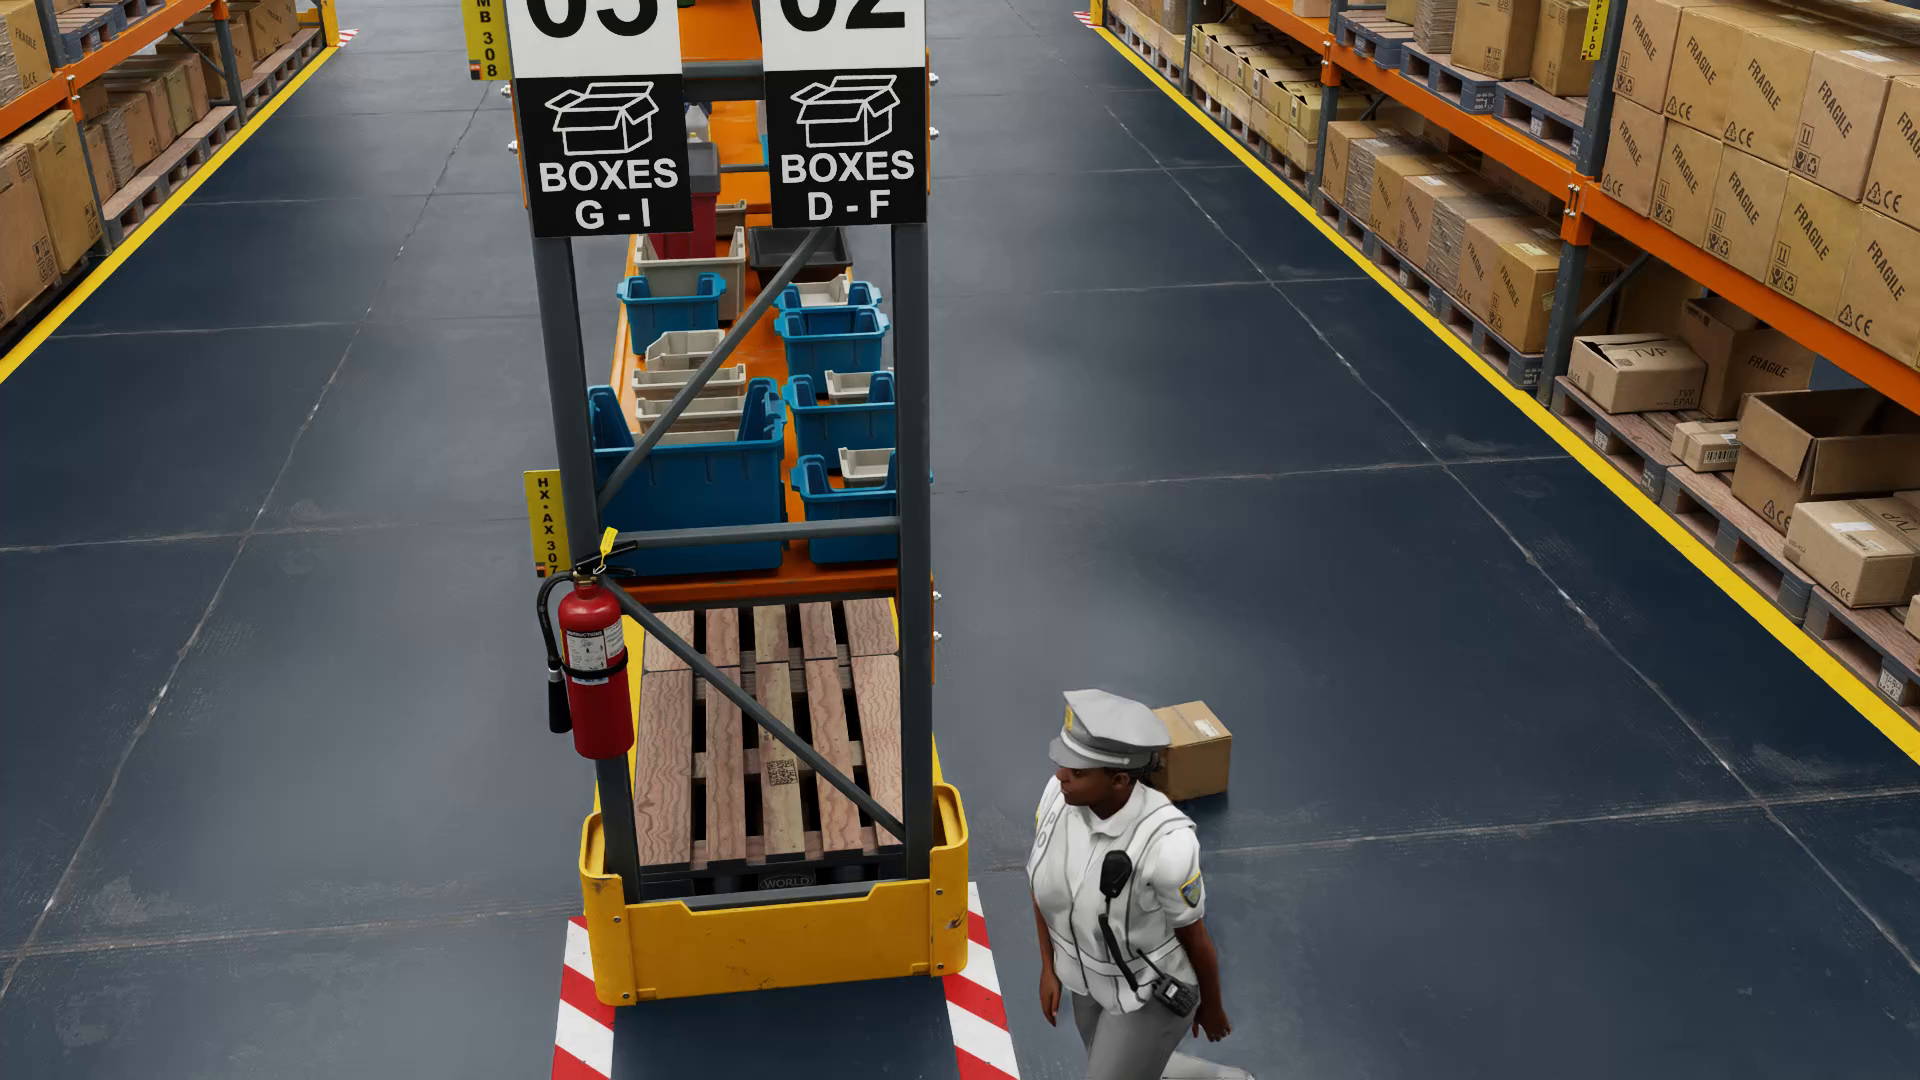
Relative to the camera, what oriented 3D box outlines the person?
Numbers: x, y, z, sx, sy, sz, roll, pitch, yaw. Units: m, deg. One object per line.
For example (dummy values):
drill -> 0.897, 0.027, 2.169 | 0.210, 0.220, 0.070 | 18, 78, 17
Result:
person -> 0.435, 1.039, 4.095 | 0.852, 1.634, 0.477 | -22, 35, -36
